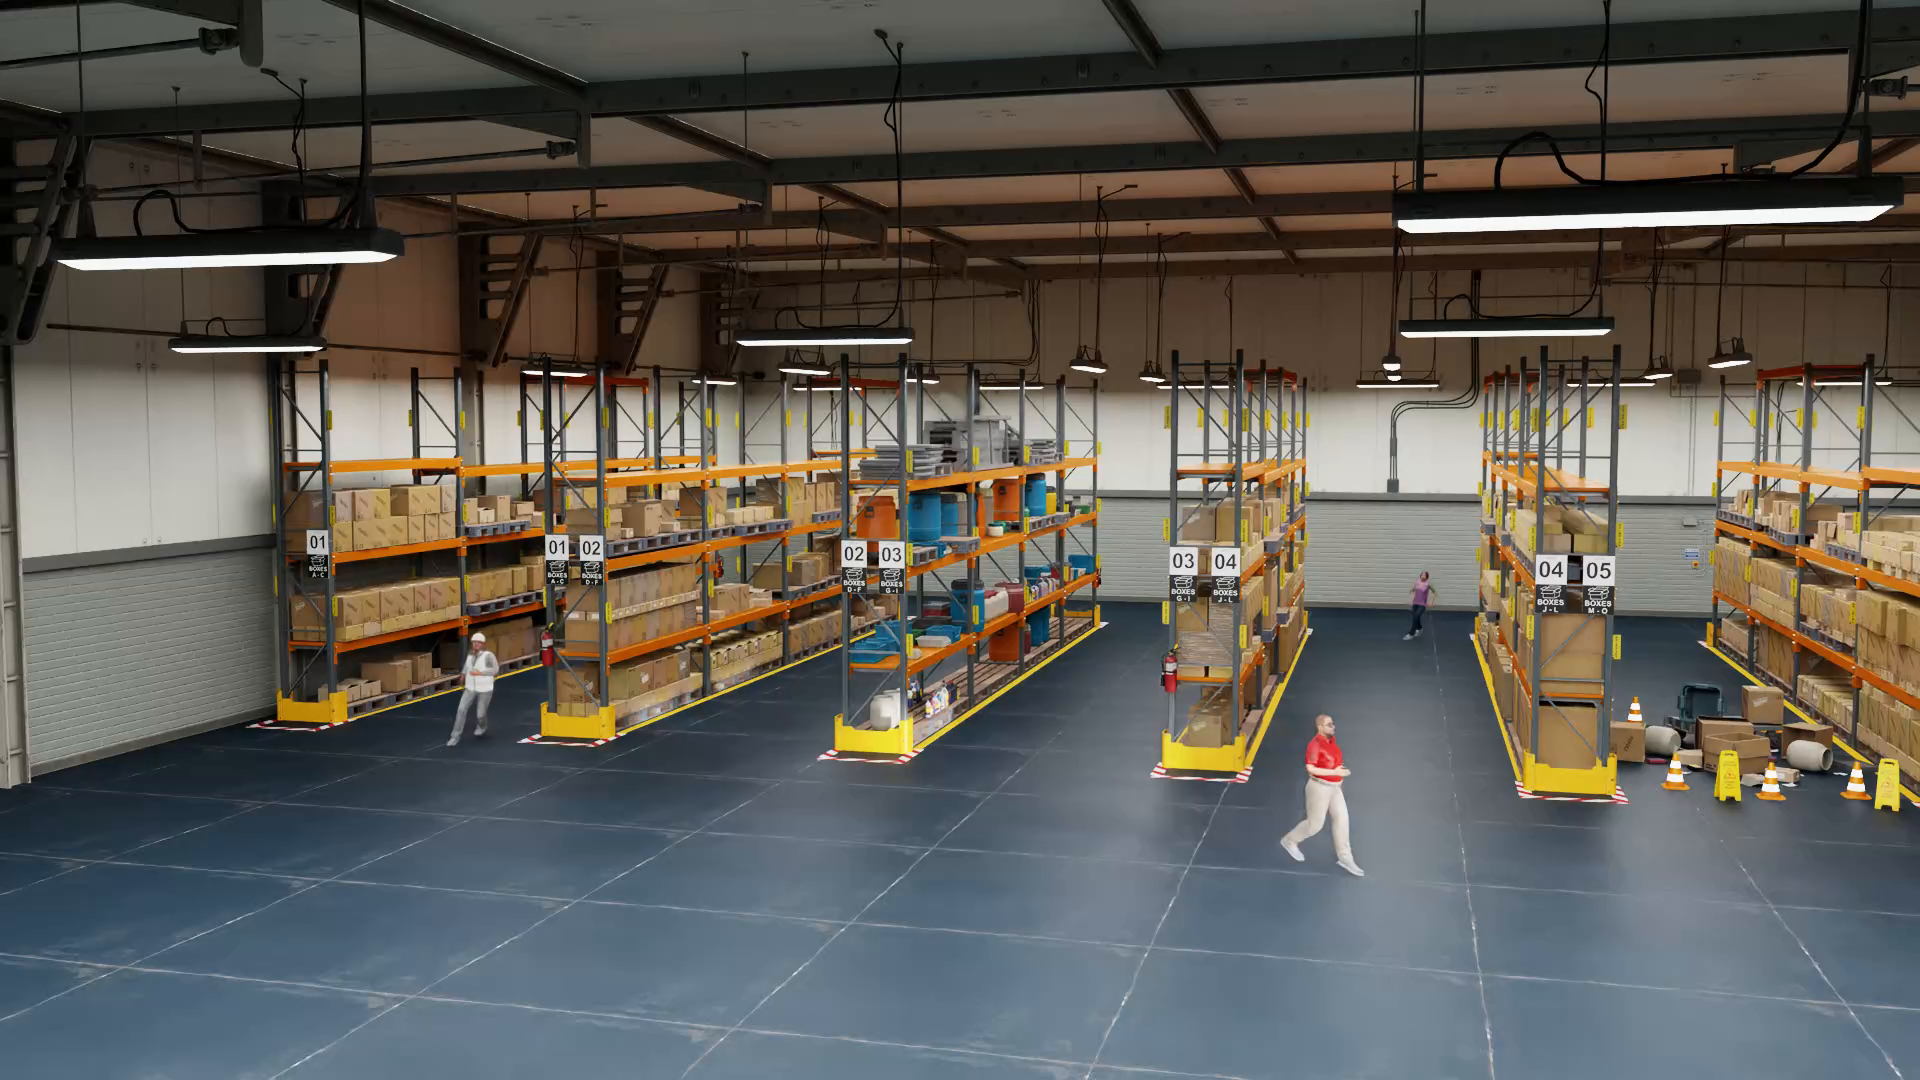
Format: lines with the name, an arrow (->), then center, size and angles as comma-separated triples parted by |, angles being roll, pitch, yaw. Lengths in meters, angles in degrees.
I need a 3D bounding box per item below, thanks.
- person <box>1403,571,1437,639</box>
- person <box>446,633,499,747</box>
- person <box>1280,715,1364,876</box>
person -> 10.487, 1.475, 37.868 | 0.871, 1.546, 0.597 | -4, 6, -44
person -> -7.527, 2.304, 25.939 | 0.689, 1.686, 1.037 | 0, 4, 5
person -> 4.029, 2.807, 18.478 | 0.969, 1.753, 0.660 | 4, 6, 42
